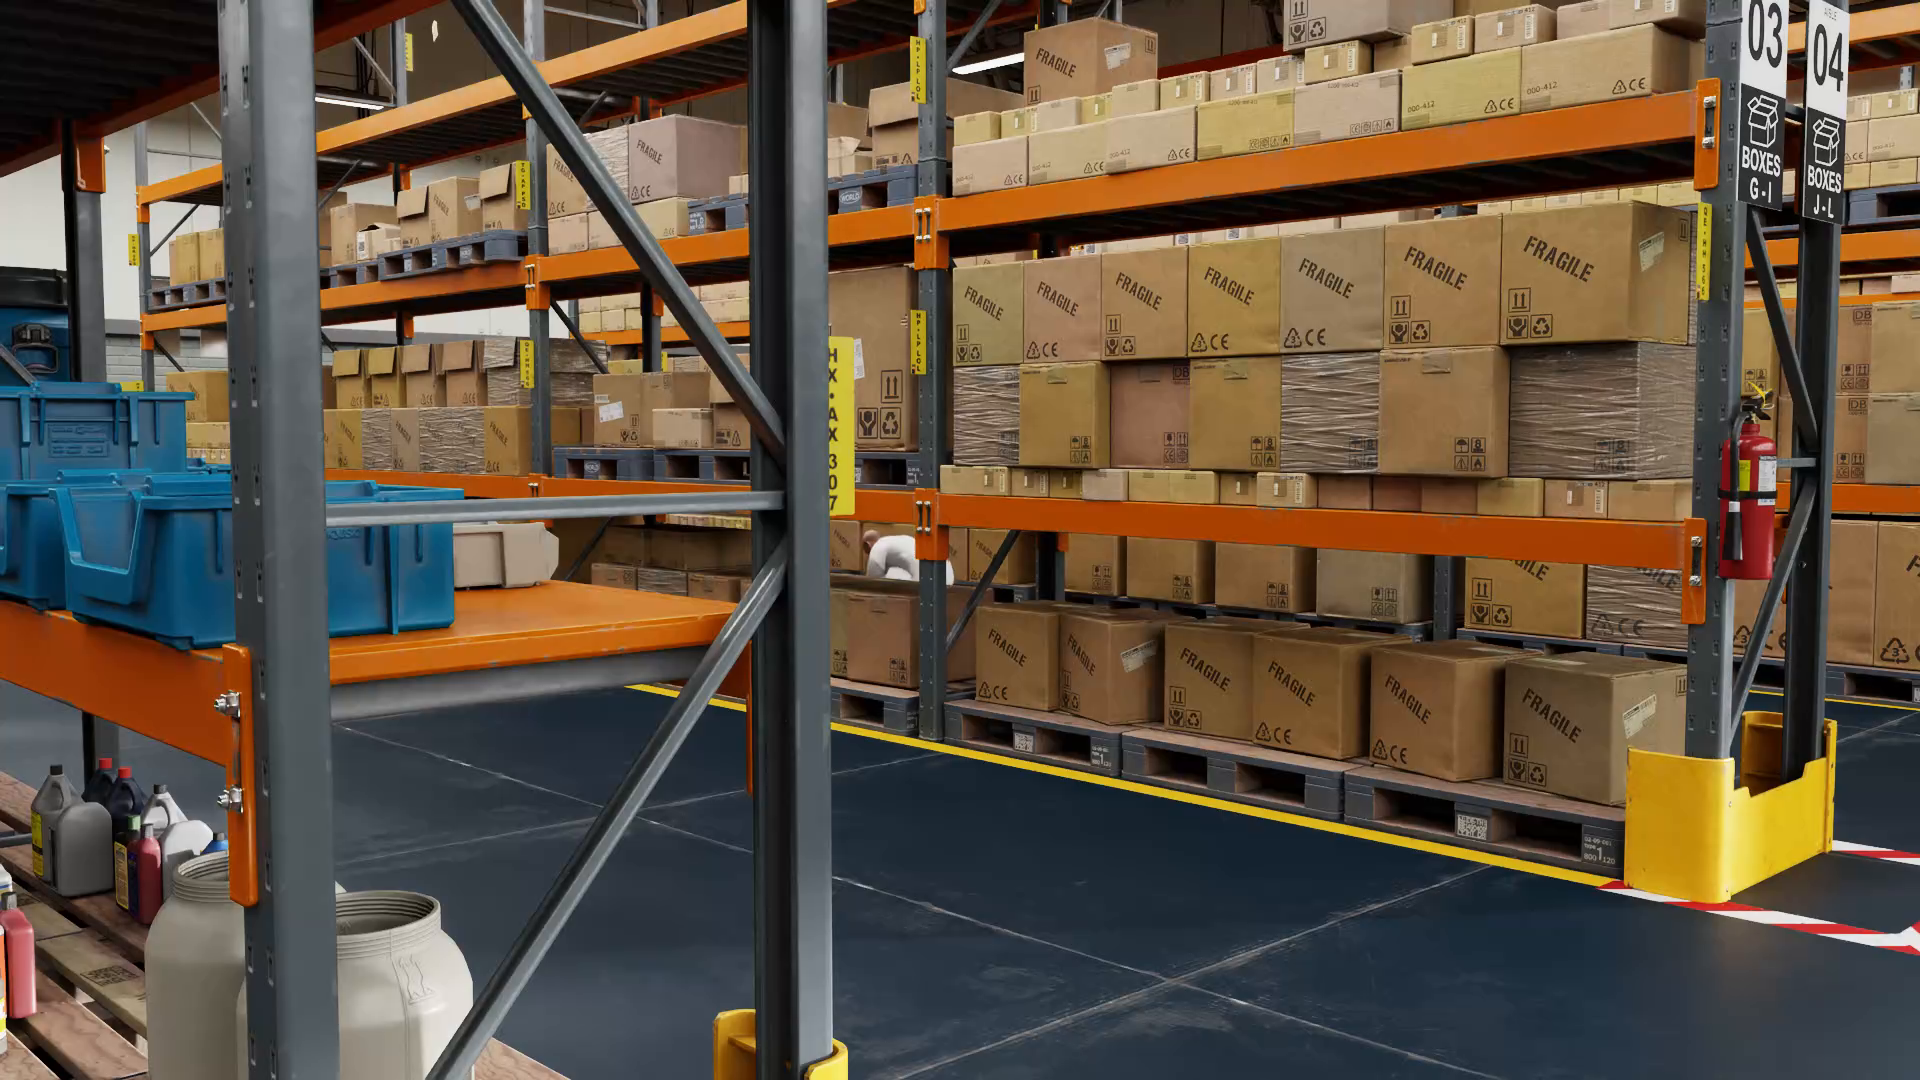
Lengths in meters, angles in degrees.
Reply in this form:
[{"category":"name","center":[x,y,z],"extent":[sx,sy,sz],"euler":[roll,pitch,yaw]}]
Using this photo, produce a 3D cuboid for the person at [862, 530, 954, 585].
[{"category":"person","center":[-0.449,0.372,13.608],"extent":[0.579,0.885,0.917],"euler":[-4,5,-45]}]
